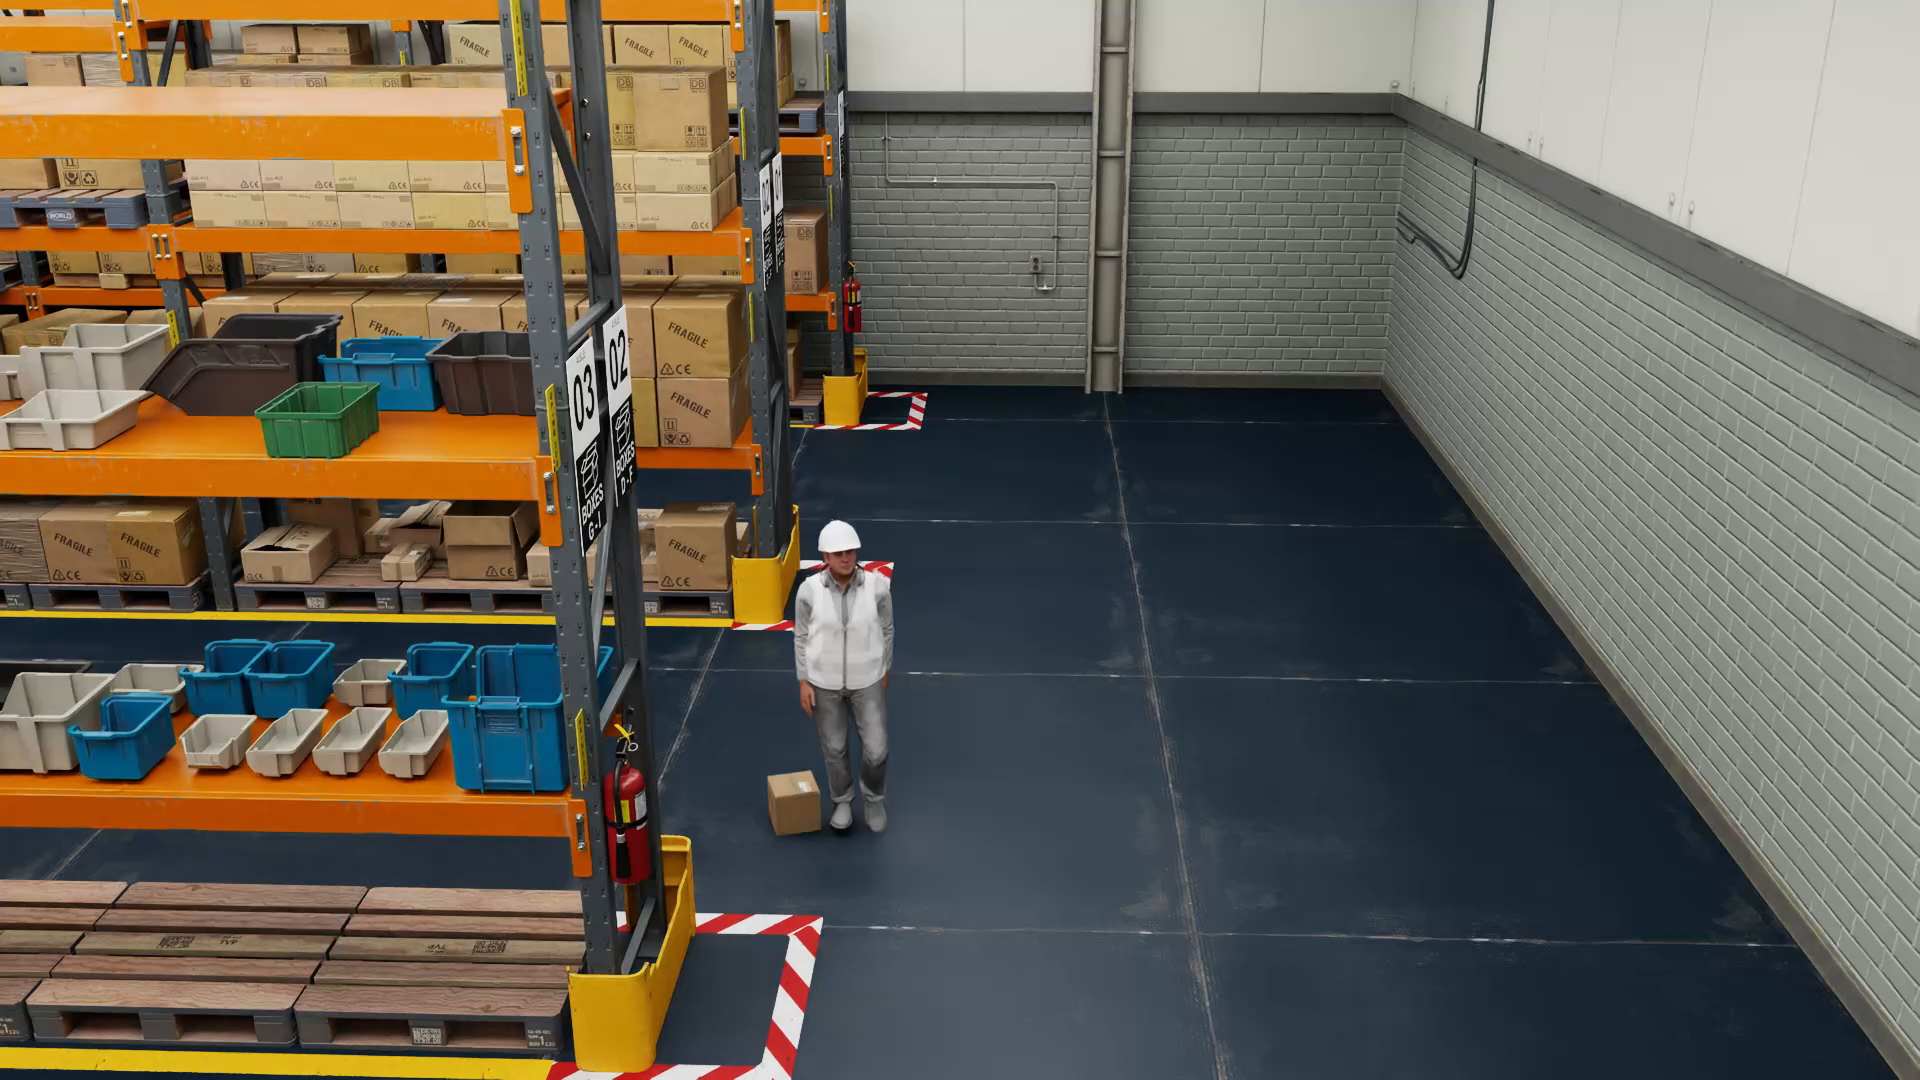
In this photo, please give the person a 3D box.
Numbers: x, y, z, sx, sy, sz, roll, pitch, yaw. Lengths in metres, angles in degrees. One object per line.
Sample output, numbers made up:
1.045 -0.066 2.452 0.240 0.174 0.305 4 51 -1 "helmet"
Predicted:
-0.618 0.779 8.973 0.540 1.812 0.462 -1 21 -4 "person"
